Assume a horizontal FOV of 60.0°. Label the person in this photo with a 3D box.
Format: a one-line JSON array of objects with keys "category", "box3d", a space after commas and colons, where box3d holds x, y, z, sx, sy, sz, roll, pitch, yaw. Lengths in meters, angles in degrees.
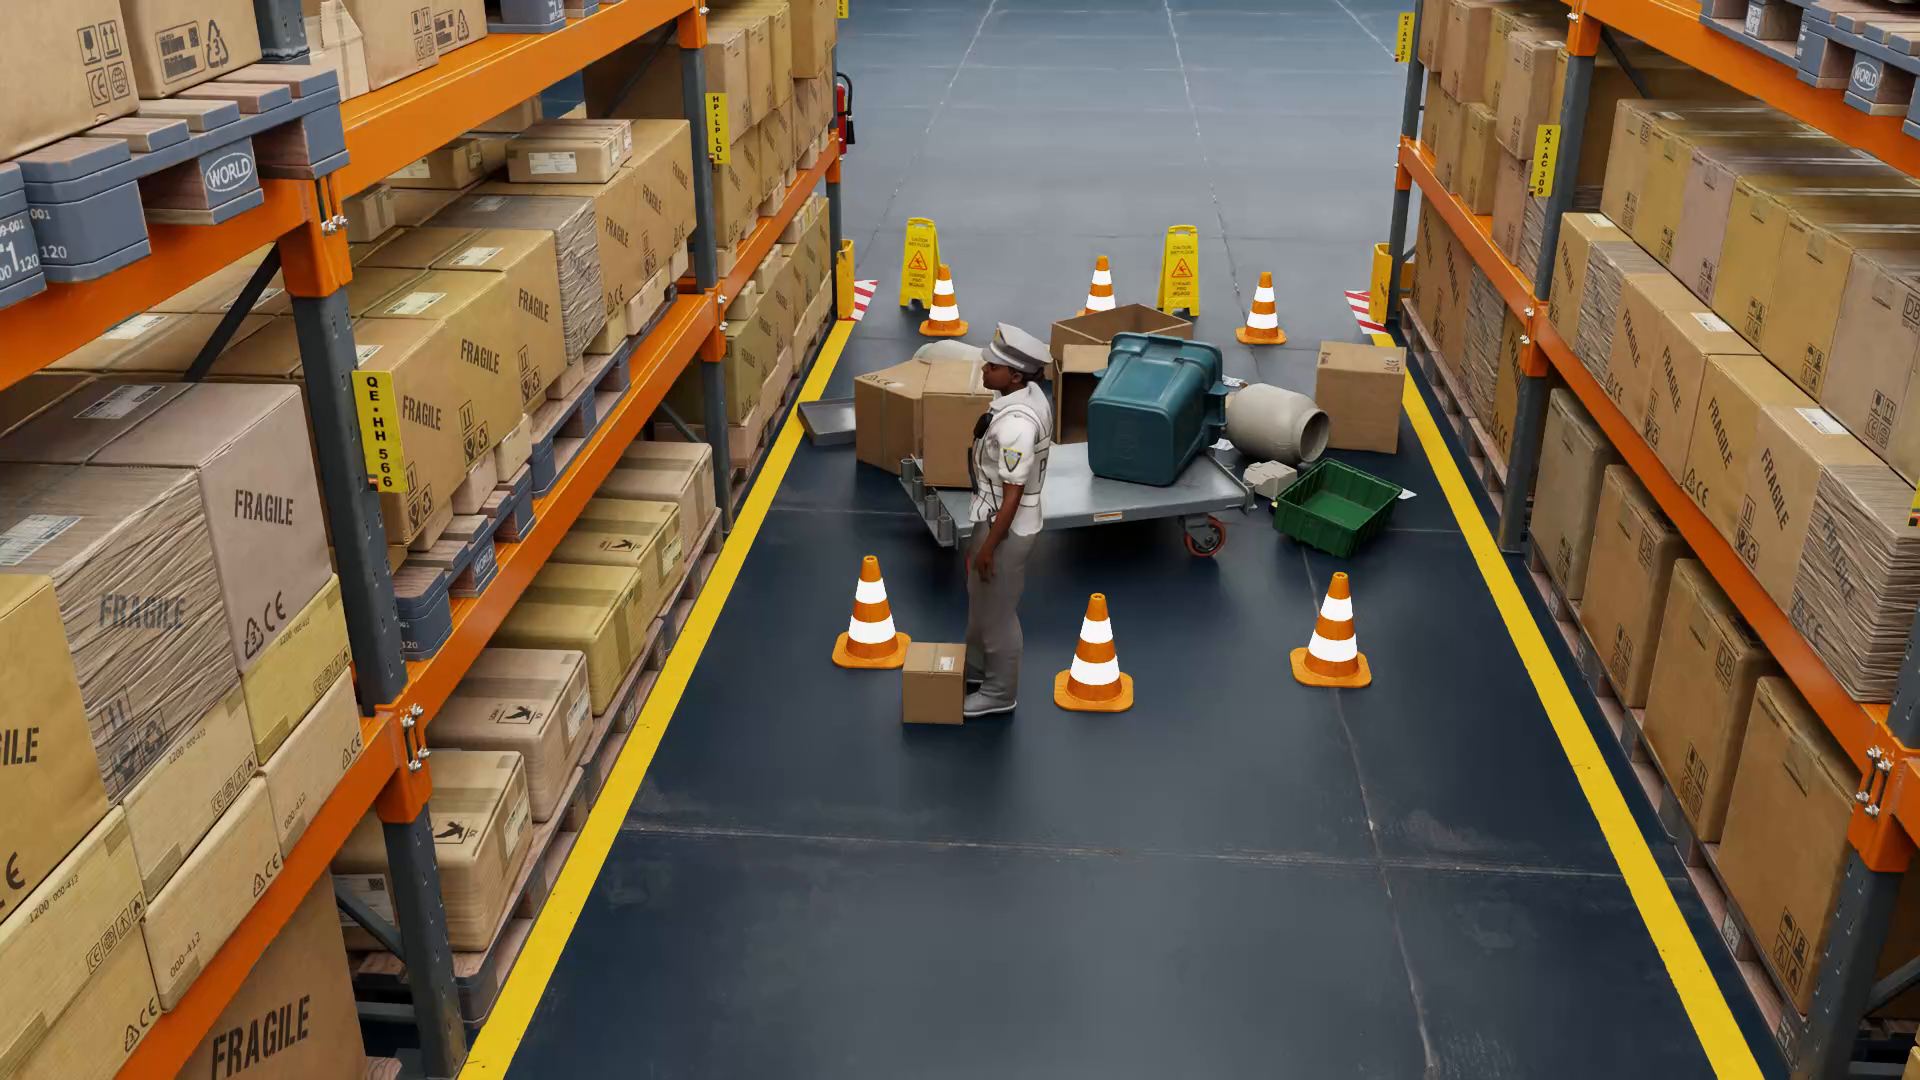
[{"category": "person", "box3d": [0.101, -0.071, 6.697, 0.528, 1.697, 0.570, 2, 25, 4]}]
